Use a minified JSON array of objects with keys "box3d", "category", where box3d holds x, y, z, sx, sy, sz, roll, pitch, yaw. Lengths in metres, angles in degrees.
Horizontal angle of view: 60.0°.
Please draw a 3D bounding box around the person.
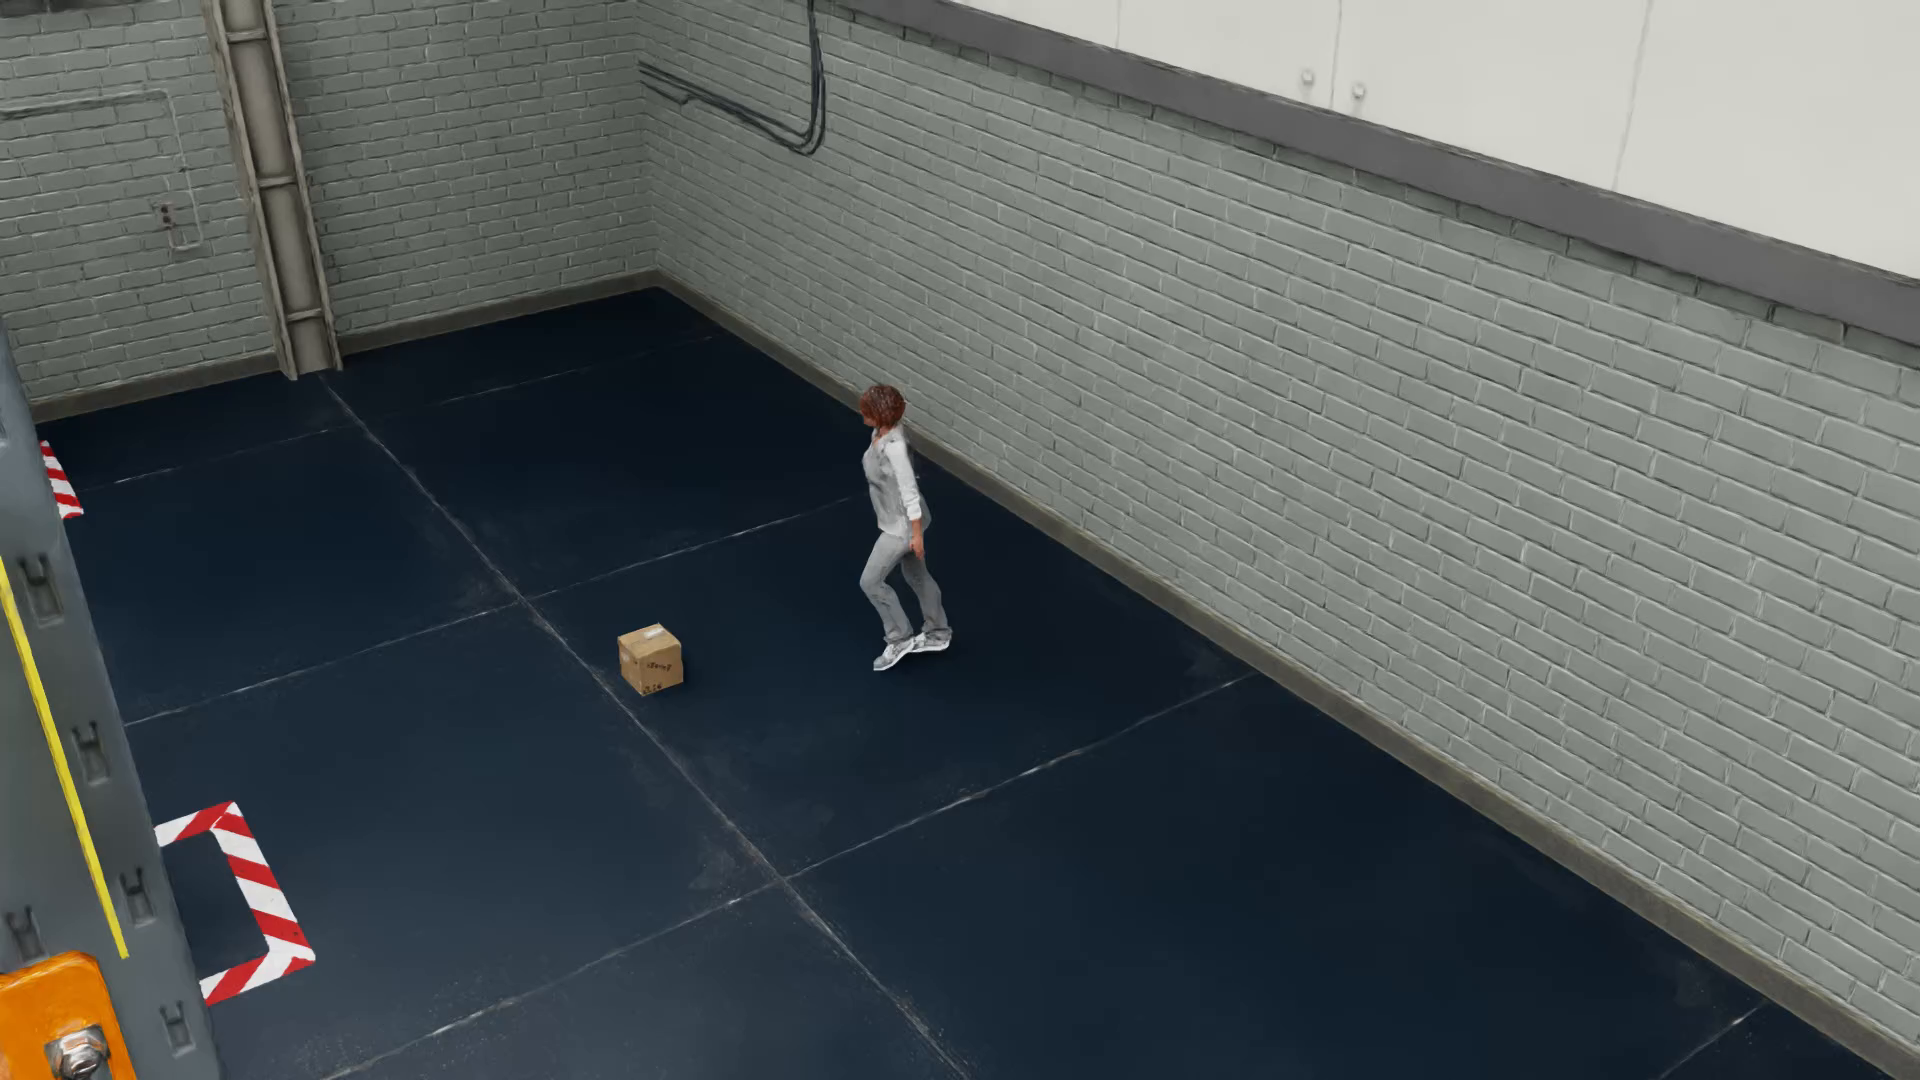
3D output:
[{"box3d":[-0.288,-0.082,8.802,0.500,1.596,0.442,-1,29,-3],"category":"person"}]
